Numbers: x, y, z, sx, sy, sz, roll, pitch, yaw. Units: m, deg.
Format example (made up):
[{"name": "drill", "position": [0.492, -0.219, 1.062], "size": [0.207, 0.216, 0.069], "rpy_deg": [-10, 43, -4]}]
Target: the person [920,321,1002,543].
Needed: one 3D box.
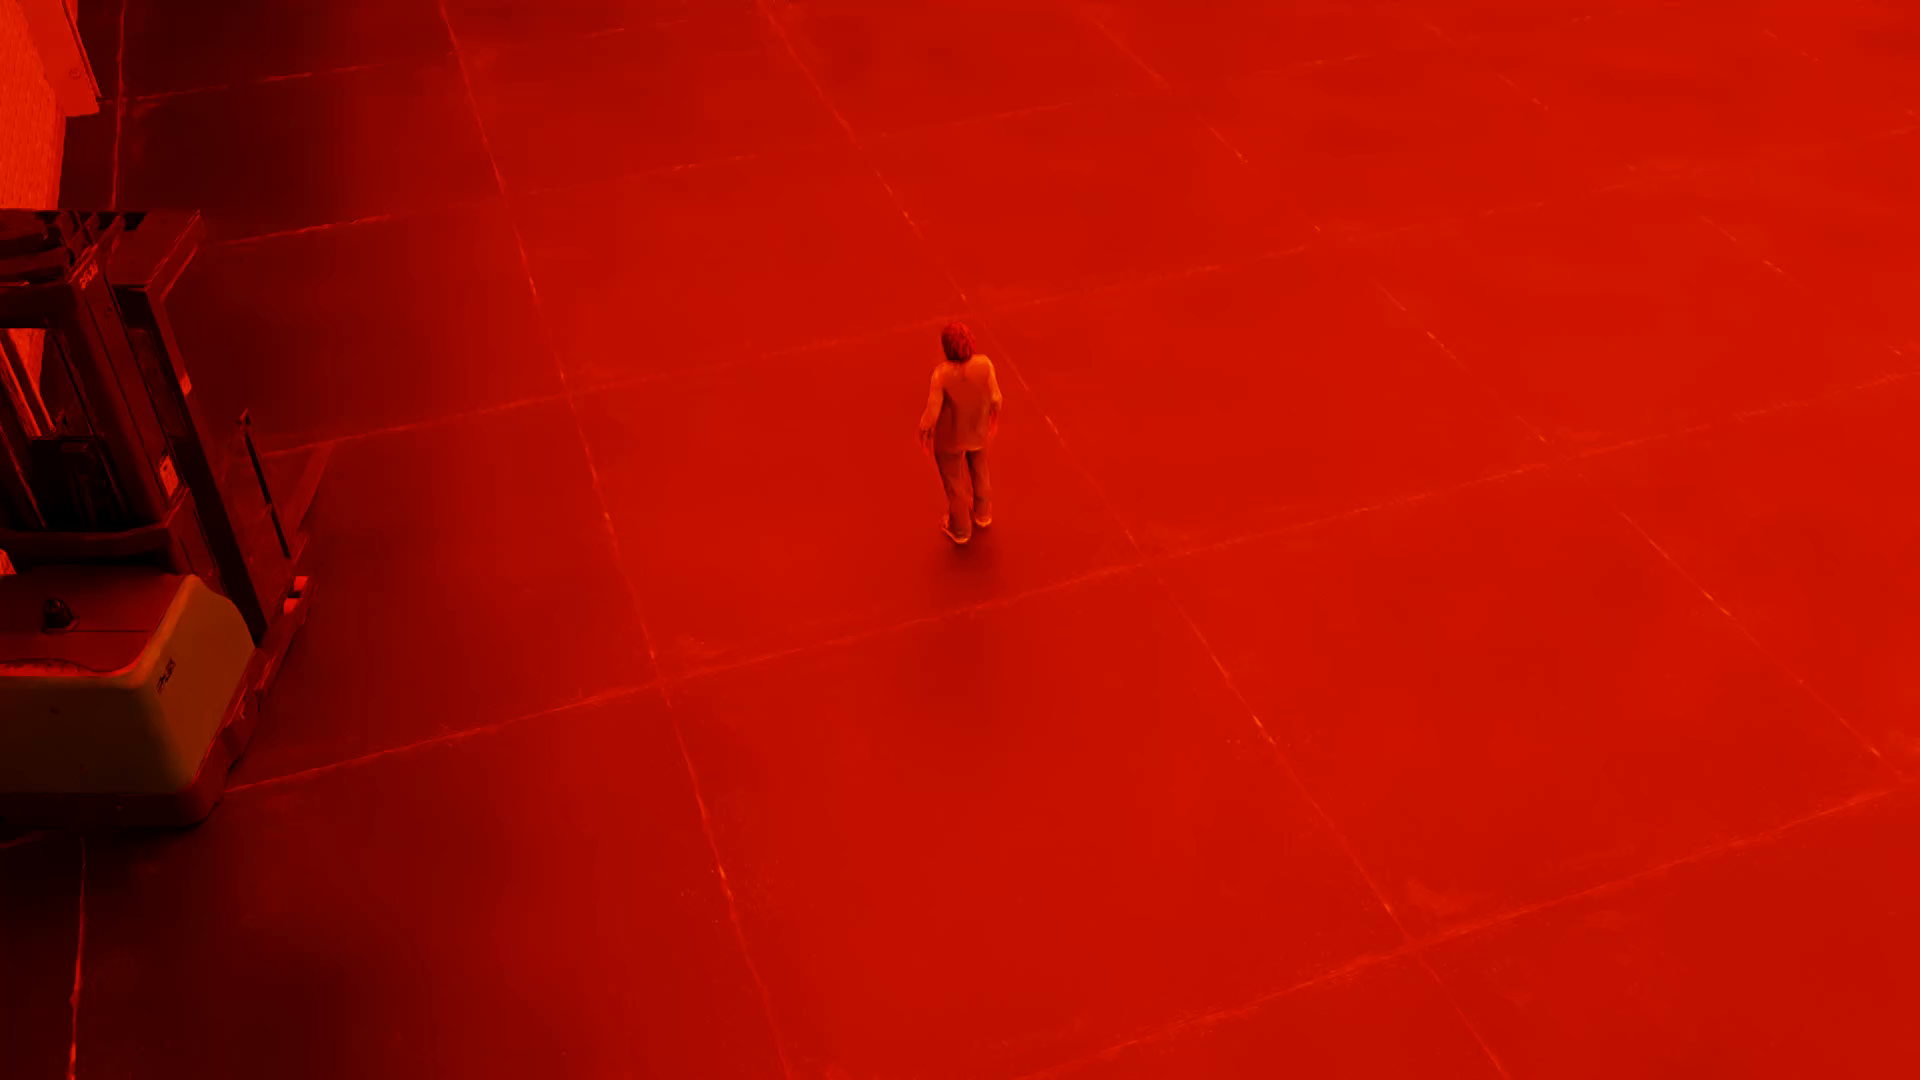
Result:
[{"name": "person", "position": [-0.012, -0.665, 9.815], "size": [0.521, 1.597, 0.474], "rpy_deg": [-13, 42, -15]}]

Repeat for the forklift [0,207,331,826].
[{"name": "forklift", "position": [-4.367, -0.589, 8.698], "size": [1.130, 2.935, 3.031], "rpy_deg": [0, 40, 0]}]
